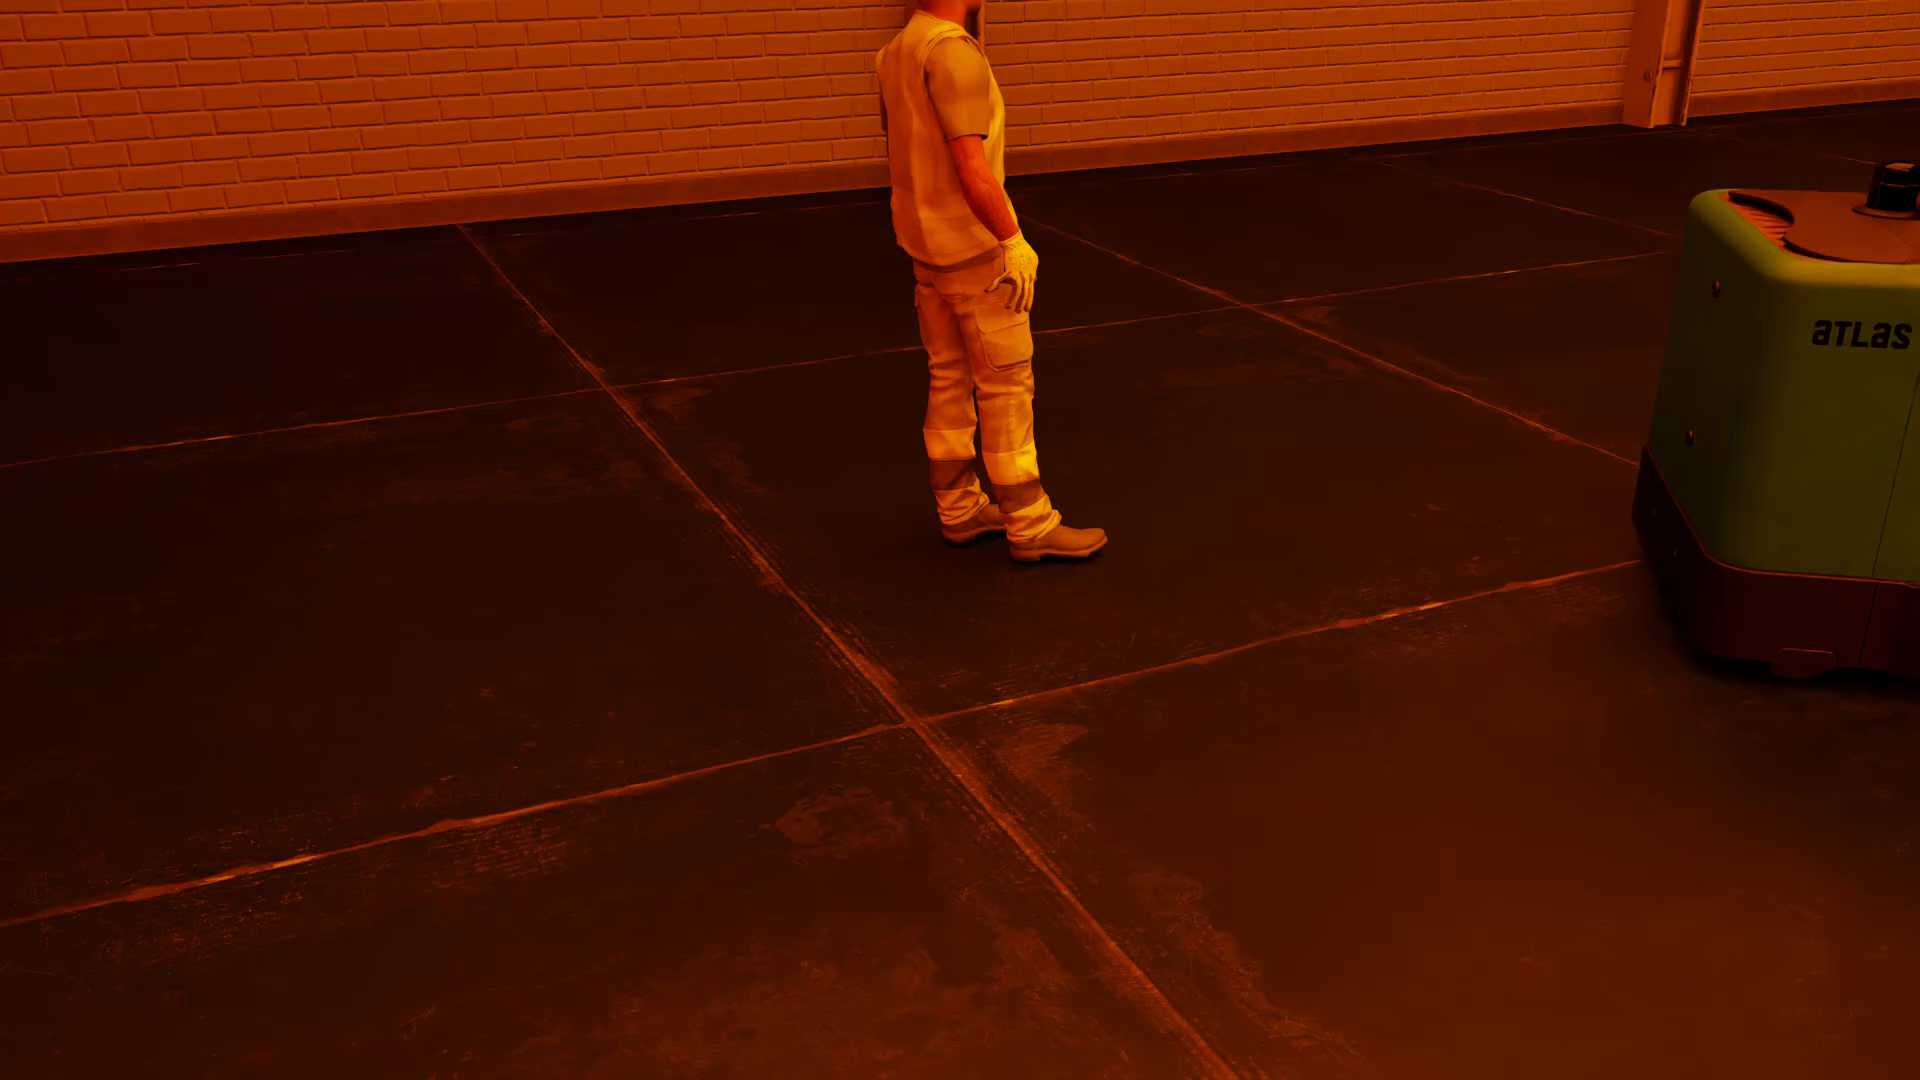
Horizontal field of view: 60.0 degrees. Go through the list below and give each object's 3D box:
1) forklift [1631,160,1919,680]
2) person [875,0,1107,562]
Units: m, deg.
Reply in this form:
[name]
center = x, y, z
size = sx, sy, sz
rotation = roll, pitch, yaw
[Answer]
[forklift]
center = 3.452, -1.078, 3.882
size = 3.031, 2.935, 1.130
rotation = 4, 23, 10
[person]
center = 0.077, -0.842, 4.782
size = 0.564, 1.787, 0.638
rotation = -10, 25, -23
